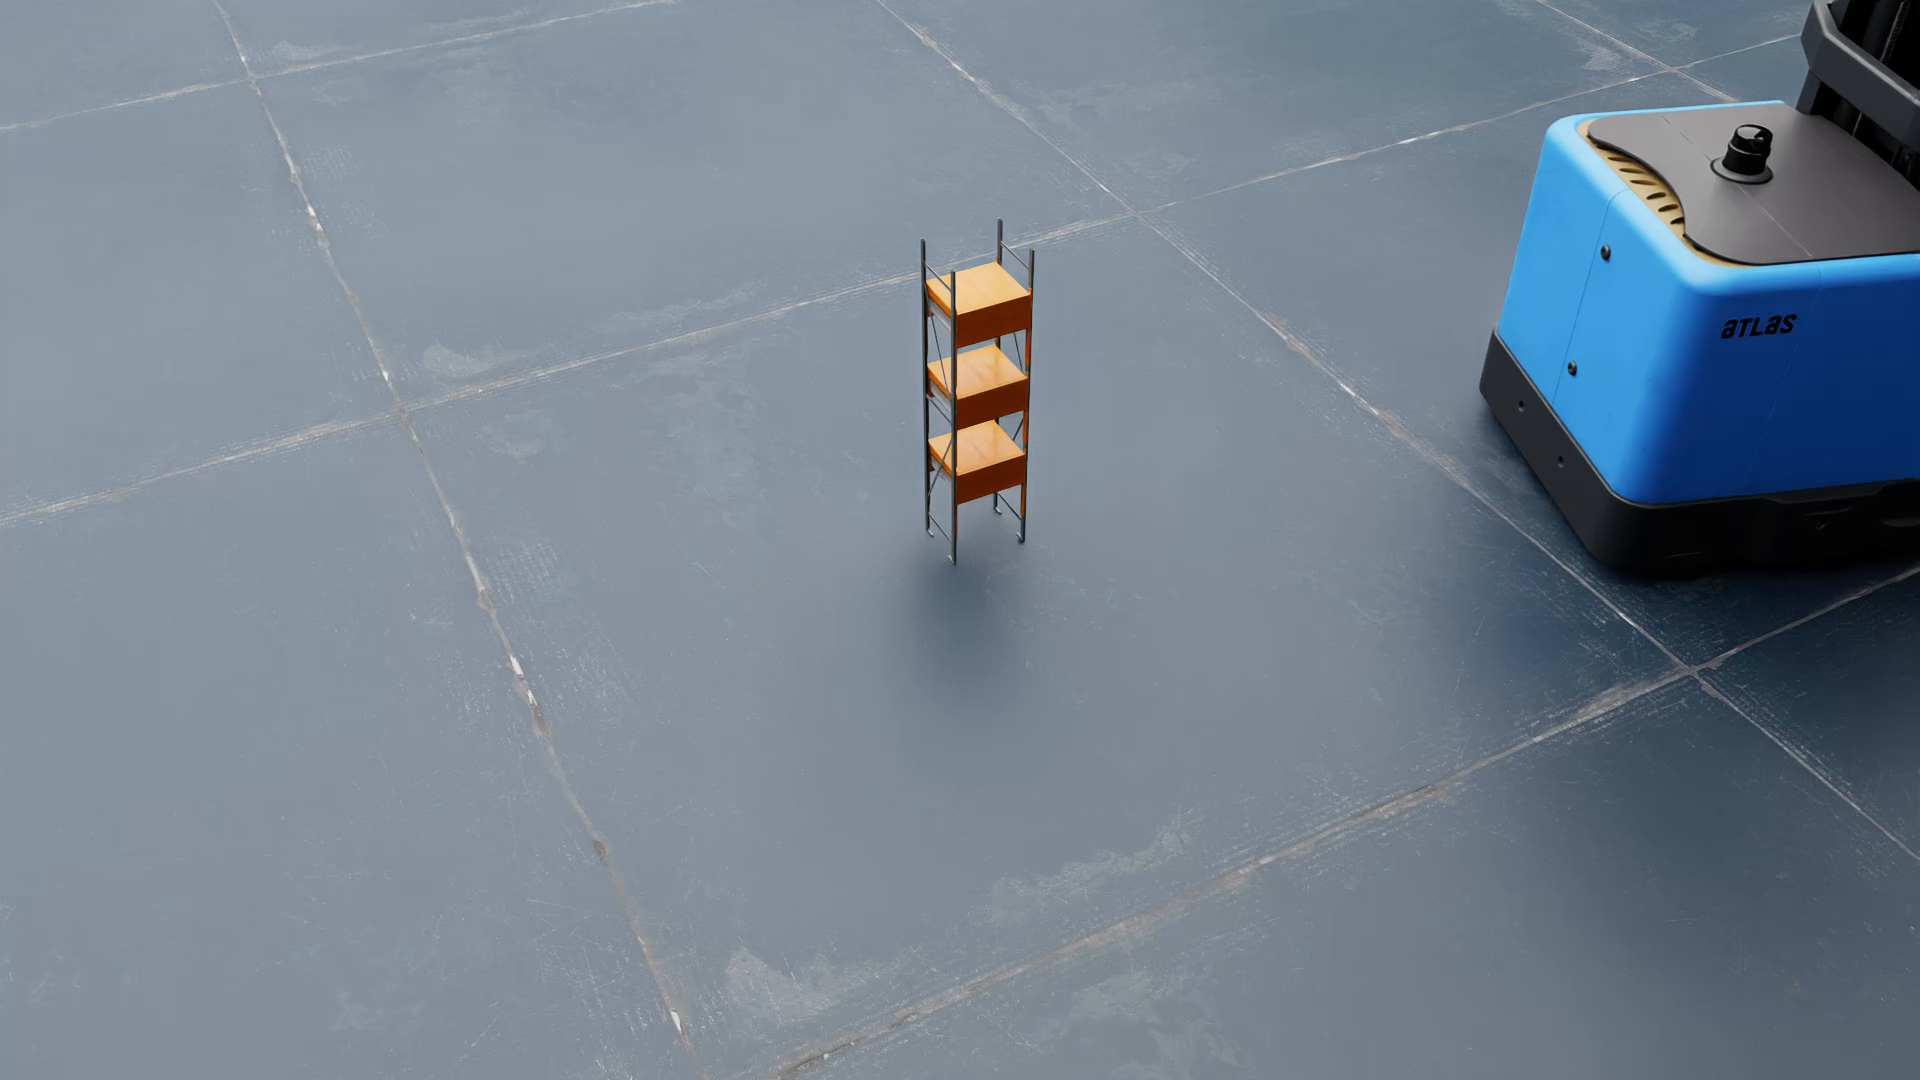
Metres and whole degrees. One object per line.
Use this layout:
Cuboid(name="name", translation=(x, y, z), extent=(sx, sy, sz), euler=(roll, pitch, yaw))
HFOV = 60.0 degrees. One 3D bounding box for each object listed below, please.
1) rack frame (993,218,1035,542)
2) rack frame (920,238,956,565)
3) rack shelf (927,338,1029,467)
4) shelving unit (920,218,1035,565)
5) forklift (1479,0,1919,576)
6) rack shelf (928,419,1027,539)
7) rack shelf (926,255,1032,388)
Cuboid(name="rack frame", translation=(0.156, -0.453, 4.973), extent=(0.008, 1.050, 0.200), euler=(-19, 44, -21))
Cuboid(name="rack frame", translation=(-0.061, -0.380, 4.887), extent=(0.008, 1.050, 0.200), euler=(-19, 44, -21))
Cuboid(name="rack shelf", translation=(0.047, -0.409, 4.937), extent=(0.240, 0.259, 0.215), euler=(-19, 44, -21))
Cuboid(name="shelving unit", translation=(0.047, -0.417, 4.930), extent=(0.252, 1.050, 0.215), euler=(-19, 44, -21))
Cuboid(name="forklift", translation=(3.358, -1.452, 4.696), extent=(3.031, 2.935, 1.130), euler=(-6, 41, -7))
Cuboid(name="rack shelf", translation=(0.047, -0.196, 5.116), extent=(0.240, 0.259, 0.215), euler=(-19, 44, -21))
Cuboid(name="rack shelf", translation=(0.047, -0.625, 4.753), extent=(0.240, 0.259, 0.215), euler=(-19, 44, -21))
